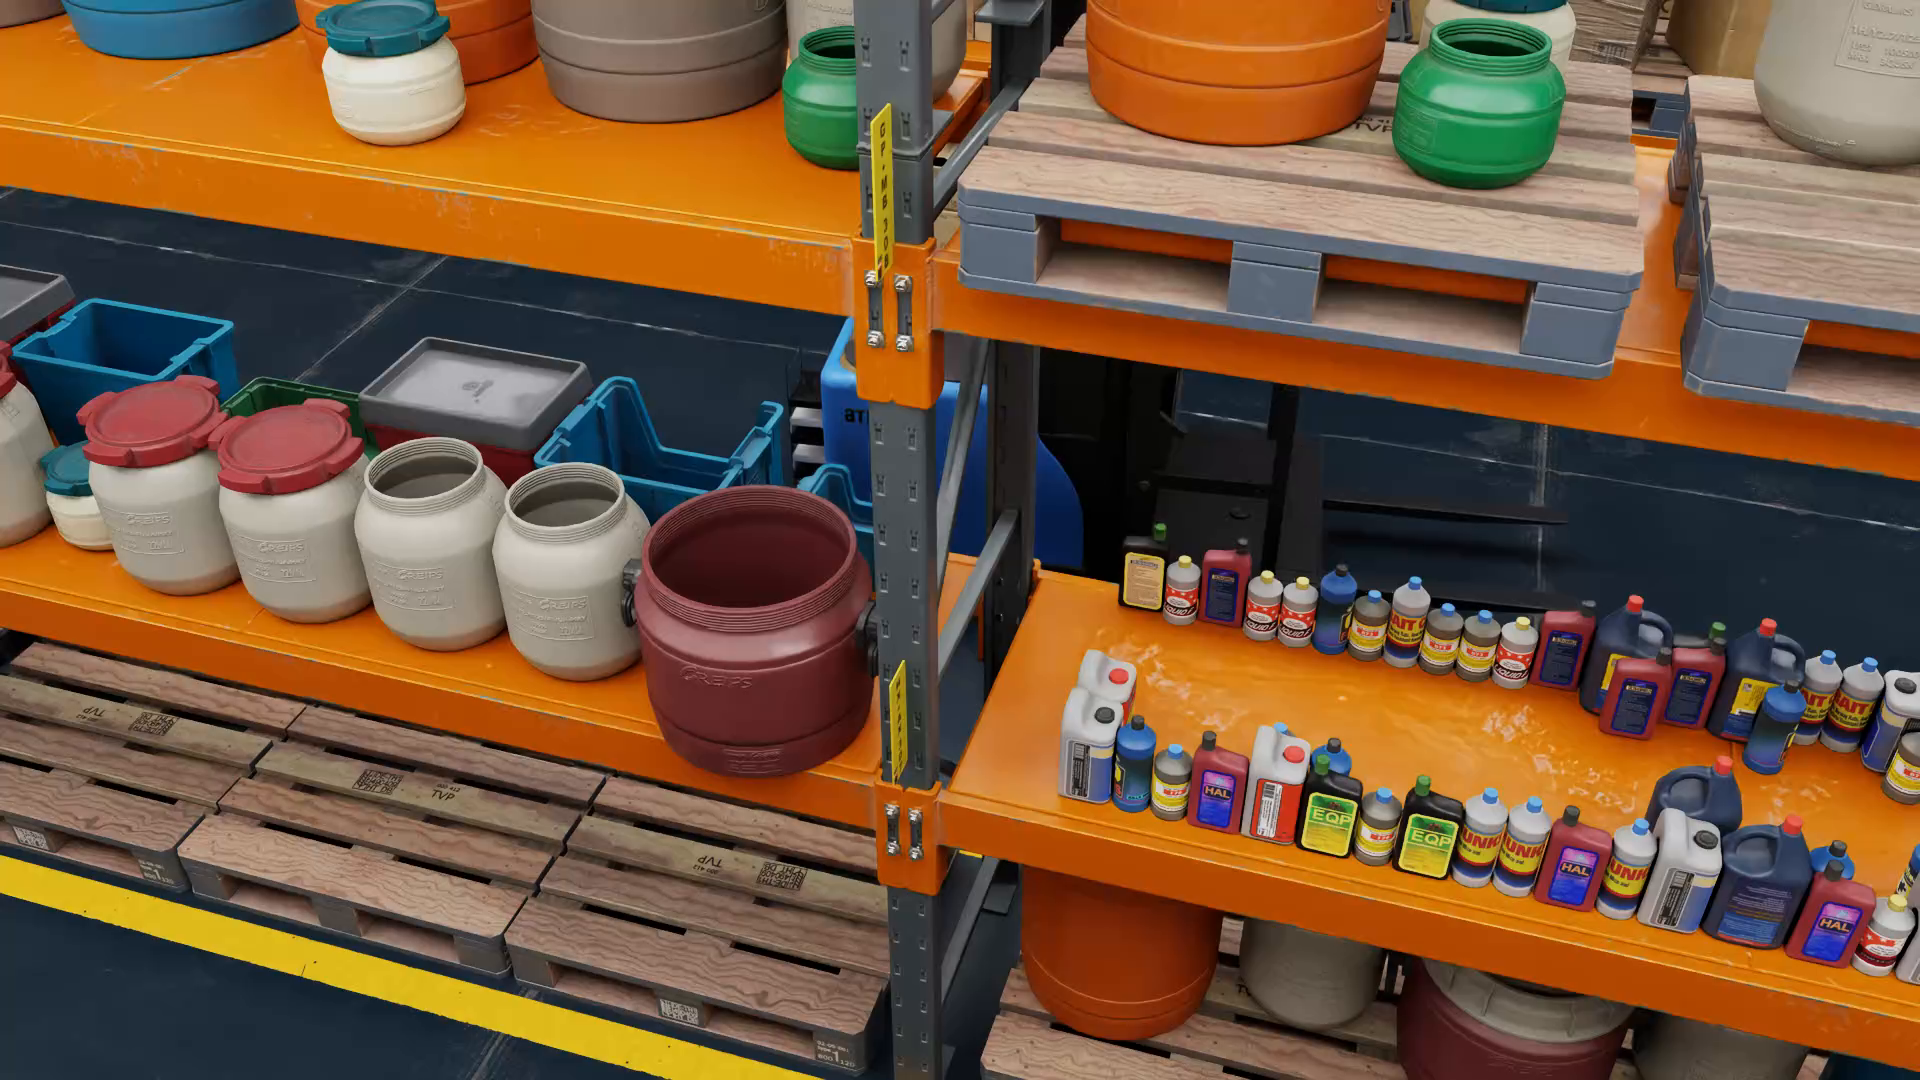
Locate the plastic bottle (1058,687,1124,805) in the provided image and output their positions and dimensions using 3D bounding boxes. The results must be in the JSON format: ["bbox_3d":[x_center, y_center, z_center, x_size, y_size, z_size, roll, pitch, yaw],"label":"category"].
[{"bbox_3d":[0.327,0.503,4.140,0.135,0.276,0.152,10,38,14],"label":"plastic bottle"}]

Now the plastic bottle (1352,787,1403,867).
[{"bbox_3d":[0.999,0.675,3.971,0.097,0.201,0.097,0,36,0],"label":"plastic bottle"}]

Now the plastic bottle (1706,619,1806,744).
[{"bbox_3d":[2.058,0.354,4.280,0.185,0.351,0.144,10,38,14],"label":"plastic bottle"}]

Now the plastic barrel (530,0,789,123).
[{"bbox_3d":[-0.708,-1.484,3.782,0.600,0.901,0.600,0,36,0],"label":"plastic barrel"}]

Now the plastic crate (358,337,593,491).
[{"bbox_3d":[-1.440,-0.291,5.060,0.583,0.464,0.402,10,38,14],"label":"plastic crate"}]

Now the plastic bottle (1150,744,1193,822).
[{"bbox_3d":[0.523,0.586,4.090,0.097,0.201,0.097,0,36,0],"label":"plastic bottle"}]

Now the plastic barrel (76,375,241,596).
[{"bbox_3d":[-2.259,-0.145,4.802,0.433,0.535,0.433,0,36,0],"label":"plastic barrel"}]

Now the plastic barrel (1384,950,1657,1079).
[{"bbox_3d":[1.561,1.272,4.671,0.708,0.588,0.600,10,38,14],"label":"plastic barrel"}]

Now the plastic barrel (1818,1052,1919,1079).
[{"bbox_3d":[2.639,1.346,4.307,0.708,0.901,0.600,10,38,14],"label":"plastic barrel"}]

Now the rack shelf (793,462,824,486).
[{"bbox_3d":[-0.584,-0.320,7.134,0.200,0.077,0.258,6,37,8],"label":"rack shelf"}]

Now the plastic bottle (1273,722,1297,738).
[{"bbox_3d":[0.788,0.541,4.152,0.097,0.201,0.097,0,36,0],"label":"plastic bottle"}]

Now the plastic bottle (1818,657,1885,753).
[{"bbox_3d":[2.293,0.415,4.265,0.097,0.271,0.097,0,36,0],"label":"plastic bottle"}]

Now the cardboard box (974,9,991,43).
[{"bbox_3d":[0.257,-2.700,8.600,0.250,0.149,0.380,13,38,17],"label":"cardboard box"}]

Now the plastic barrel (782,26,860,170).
[{"bbox_3d":[-0.240,-0.966,3.633,0.294,0.245,0.294,0,36,0],"label":"plastic barrel"}]

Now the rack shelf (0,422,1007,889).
[{"bbox_3d":[-1.898,0.130,5.150,4.000,0.370,1.077,10,38,14],"label":"rack shelf"}]

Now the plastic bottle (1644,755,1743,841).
[{"bbox_3d":[1.719,0.639,3.893,0.185,0.351,0.144,10,38,14],"label":"plastic bottle"}]

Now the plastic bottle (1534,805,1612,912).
[{"bbox_3d":[1.417,0.730,3.826,0.133,0.283,0.061,10,38,14],"label":"plastic bottle"}]

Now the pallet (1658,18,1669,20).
[{"bbox_3d":[4.856,-3.890,12.357,1.213,0.211,1.003,10,38,14],"label":"pallet"}]

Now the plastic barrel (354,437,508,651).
[{"bbox_3d":[-1.437,0.013,4.607,0.421,0.512,0.421,0,36,0],"label":"plastic barrel"}]

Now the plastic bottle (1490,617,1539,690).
[{"bbox_3d":[1.500,0.296,4.485,0.097,0.201,0.097,0,36,0],"label":"plastic bottle"}]

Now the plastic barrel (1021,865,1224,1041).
[{"bbox_3d":[0.483,0.976,4.870,0.708,0.830,0.600,10,38,14],"label":"plastic barrel"}]

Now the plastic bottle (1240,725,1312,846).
[{"bbox_3d":[0.769,0.585,4.029,0.135,0.276,0.152,10,38,14],"label":"plastic bottle"}]

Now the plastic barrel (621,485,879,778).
[{"bbox_3d":[-0.522,0.229,4.294,0.708,0.536,0.600,10,38,14],"label":"plastic barrel"}]

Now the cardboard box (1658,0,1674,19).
[{"bbox_3d":[5.274,-4.205,11.891,0.750,0.750,0.750,12,38,15],"label":"cardboard box"}]

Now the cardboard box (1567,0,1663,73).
[{"bbox_3d":[2.942,-2.500,7.678,0.500,0.500,0.700,18,40,22],"label":"cardboard box"}]

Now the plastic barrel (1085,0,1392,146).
[{"bbox_3d":[0.552,-1.254,3.177,0.708,0.830,0.600,10,38,14],"label":"plastic barrel"}]

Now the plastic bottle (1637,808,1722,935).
[{"bbox_3d":[1.651,0.748,3.807,0.135,0.276,0.152,10,38,14],"label":"plastic bottle"}]

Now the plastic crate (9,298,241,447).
[{"bbox_3d":[-2.662,-0.488,5.396,0.575,0.384,0.392,10,38,14],"label":"plastic crate"}]

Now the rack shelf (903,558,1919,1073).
[{"bbox_3d":[1.920,0.837,4.189,4.000,0.370,1.077,10,38,14],"label":"rack shelf"}]

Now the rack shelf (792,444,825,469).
[{"bbox_3d":[-0.584,-0.392,7.080,0.200,0.077,0.258,6,37,8],"label":"rack shelf"}]

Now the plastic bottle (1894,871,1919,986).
[{"bbox_3d":[2.176,0.846,3.675,0.135,0.276,0.152,10,38,14],"label":"plastic bottle"}]

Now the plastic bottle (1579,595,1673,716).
[{"bbox_3d":[1.755,0.298,4.357,0.185,0.351,0.144,10,38,14],"label":"plastic bottle"}]

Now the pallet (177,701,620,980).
[{"bbox_3d":[-1.878,0.941,5.793,1.213,0.211,1.003,10,38,14],"label":"pallet"}]

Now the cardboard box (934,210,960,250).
[{"bbox_3d":[-0.056,-1.804,9.137,0.500,0.250,0.500,11,38,15],"label":"cardboard box"}]

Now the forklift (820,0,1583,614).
[{"bbox_3d":[1.018,-1.073,6.236,3.031,2.935,1.130,6,37,8],"label":"forklift"}]

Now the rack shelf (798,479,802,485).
[{"bbox_3d":[-0.584,-0.247,7.187,0.200,0.077,0.258,6,37,8],"label":"rack shelf"}]

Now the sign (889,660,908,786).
[{"bbox_3d":[-0.147,0.441,3.983,0.005,0.325,0.100,10,38,14],"label":"sign"}]

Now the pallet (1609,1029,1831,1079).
[{"bbox_3d":[1.936,1.649,4.831,1.213,0.211,1.003,10,38,14],"label":"pallet"}]

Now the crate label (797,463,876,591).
[{"bbox_3d":[-0.280,-0.025,4.895,0.416,0.233,0.303,10,38,14],"label":"crate label"}]

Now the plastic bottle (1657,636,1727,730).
[{"bbox_3d":[1.901,0.364,4.324,0.133,0.283,0.061,10,38,14],"label":"plastic bottle"}]

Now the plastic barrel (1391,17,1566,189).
[{"bbox_3d":[0.954,-0.803,3.057,0.294,0.245,0.294,0,36,0],"label":"plastic barrel"}]

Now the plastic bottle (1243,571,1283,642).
[{"bbox_3d":[0.849,0.176,4.649,0.097,0.201,0.097,0,36,0],"label":"plastic bottle"}]

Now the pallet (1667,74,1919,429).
[{"bbox_3d":[1.968,-0.513,3.046,1.213,0.211,1.003,10,38,14],"label":"pallet"}]

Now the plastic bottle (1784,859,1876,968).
[{"bbox_3d":[1.942,0.828,3.694,0.133,0.283,0.061,10,38,14],"label":"plastic bottle"}]

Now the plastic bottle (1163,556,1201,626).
[{"bbox_3d":[0.629,0.135,4.704,0.097,0.201,0.097,0,36,0],"label":"plastic bottle"}]

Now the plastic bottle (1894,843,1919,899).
[{"bbox_3d":[2.196,0.774,3.777,0.097,0.271,0.097,0,36,0],"label":"plastic bottle"}]

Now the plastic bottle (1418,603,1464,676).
[{"bbox_3d":[1.314,0.262,4.532,0.097,0.201,0.097,0,36,0],"label":"plastic bottle"}]

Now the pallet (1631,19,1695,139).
[{"bbox_3d":[3.349,-2.190,7.856,1.213,0.211,1.003,10,38,14],"label":"pallet"}]

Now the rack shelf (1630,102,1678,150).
[{"bbox_3d":[3.400,-1.965,7.996,4.000,0.370,1.077,10,38,14],"label":"rack shelf"}]

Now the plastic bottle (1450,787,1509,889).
[{"bbox_3d":[1.219,0.687,3.894,0.097,0.271,0.097,0,36,0],"label":"plastic bottle"}]

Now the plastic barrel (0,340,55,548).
[{"bbox_3d":[-2.959,-0.275,4.978,0.433,0.535,0.433,0,36,0],"label":"plastic barrel"}]

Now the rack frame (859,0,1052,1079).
[{"bbox_3d":[0.011,0.194,4.456,0.127,3.000,1.000,10,38,14],"label":"rack frame"}]

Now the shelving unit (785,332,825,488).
[{"bbox_3d":[-0.584,-0.419,7.060,0.210,0.900,0.258,6,37,8],"label":"shelving unit"}]

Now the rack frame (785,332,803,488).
[{"bbox_3d":[-0.685,-0.430,7.075,0.006,0.900,0.240,6,37,8],"label":"rack frame"}]

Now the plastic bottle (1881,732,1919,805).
[{"bbox_3d":[2.376,0.553,4.136,0.097,0.201,0.097,0,36,0],"label":"plastic bottle"}]

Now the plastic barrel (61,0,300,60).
[{"bbox_3d":[-2.009,-1.725,4.109,0.708,0.901,0.600,10,38,14],"label":"plastic barrel"}]

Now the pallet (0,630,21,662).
[{"bbox_3d":[-4.436,0.468,6.437,1.213,0.211,1.003,10,38,14],"label":"pallet"}]

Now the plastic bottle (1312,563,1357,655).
[{"bbox_3d":[1.035,0.182,4.581,0.097,0.271,0.097,0,36,0],"label":"plastic bottle"}]
